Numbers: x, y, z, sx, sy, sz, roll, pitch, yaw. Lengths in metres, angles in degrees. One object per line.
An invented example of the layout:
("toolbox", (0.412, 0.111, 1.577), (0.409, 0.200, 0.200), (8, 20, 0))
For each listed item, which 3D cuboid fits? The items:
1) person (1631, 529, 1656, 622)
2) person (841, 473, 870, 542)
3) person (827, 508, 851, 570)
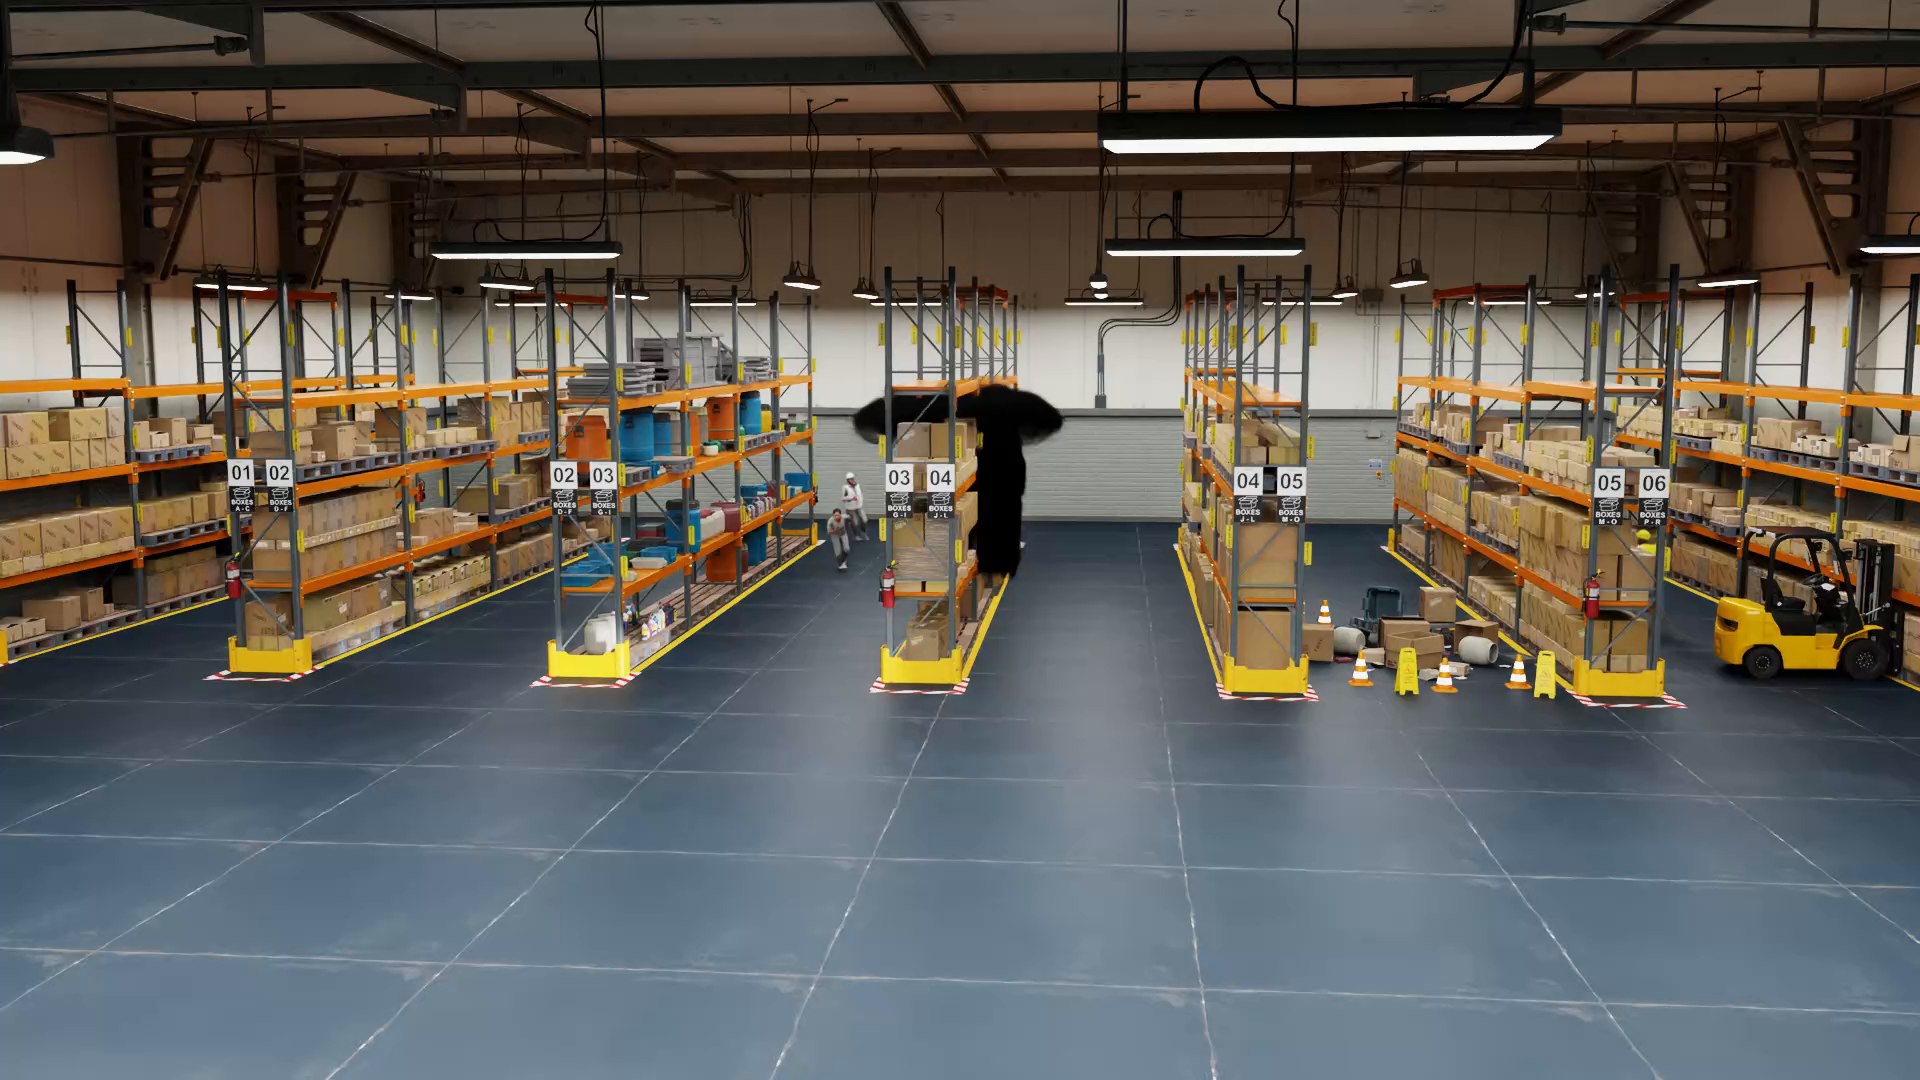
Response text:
("person", (11.808, 0.677, 28.702), (0.707, 1.719, 0.712), (-1, 7, -7))
("person", (-2.590, -0.801, 40.747), (0.738, 1.723, 0.656), (-3, 8, -26))
("person", (-2.585, -0.030, 35.705), (0.577, 1.391, 0.953), (-1, 7, -11))
